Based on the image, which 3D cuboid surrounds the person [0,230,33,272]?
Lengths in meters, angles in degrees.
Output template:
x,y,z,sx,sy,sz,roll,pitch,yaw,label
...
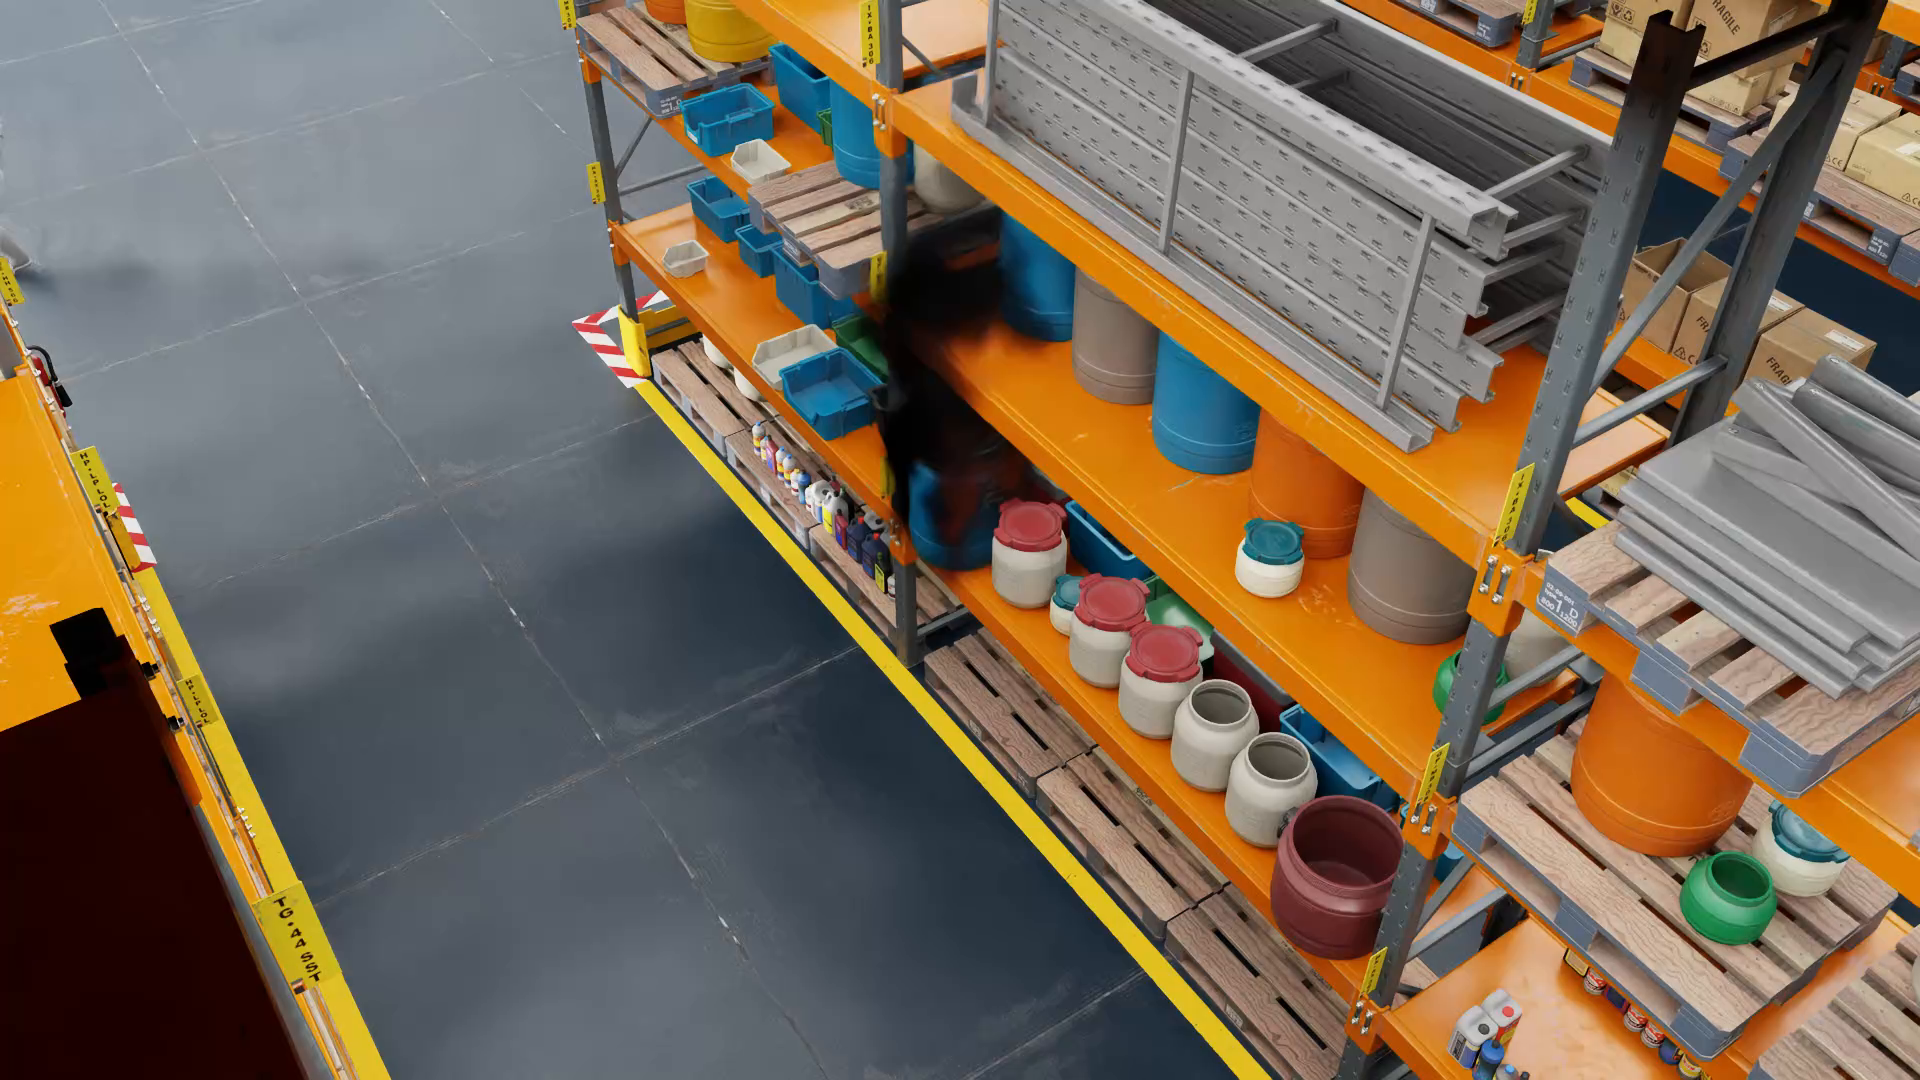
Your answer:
x,y,z,sx,sy,sz,roll,pitch,yaw,label
-8.278,-2.926,13.701,0.716,1.733,0.542,-5,43,-6,person
